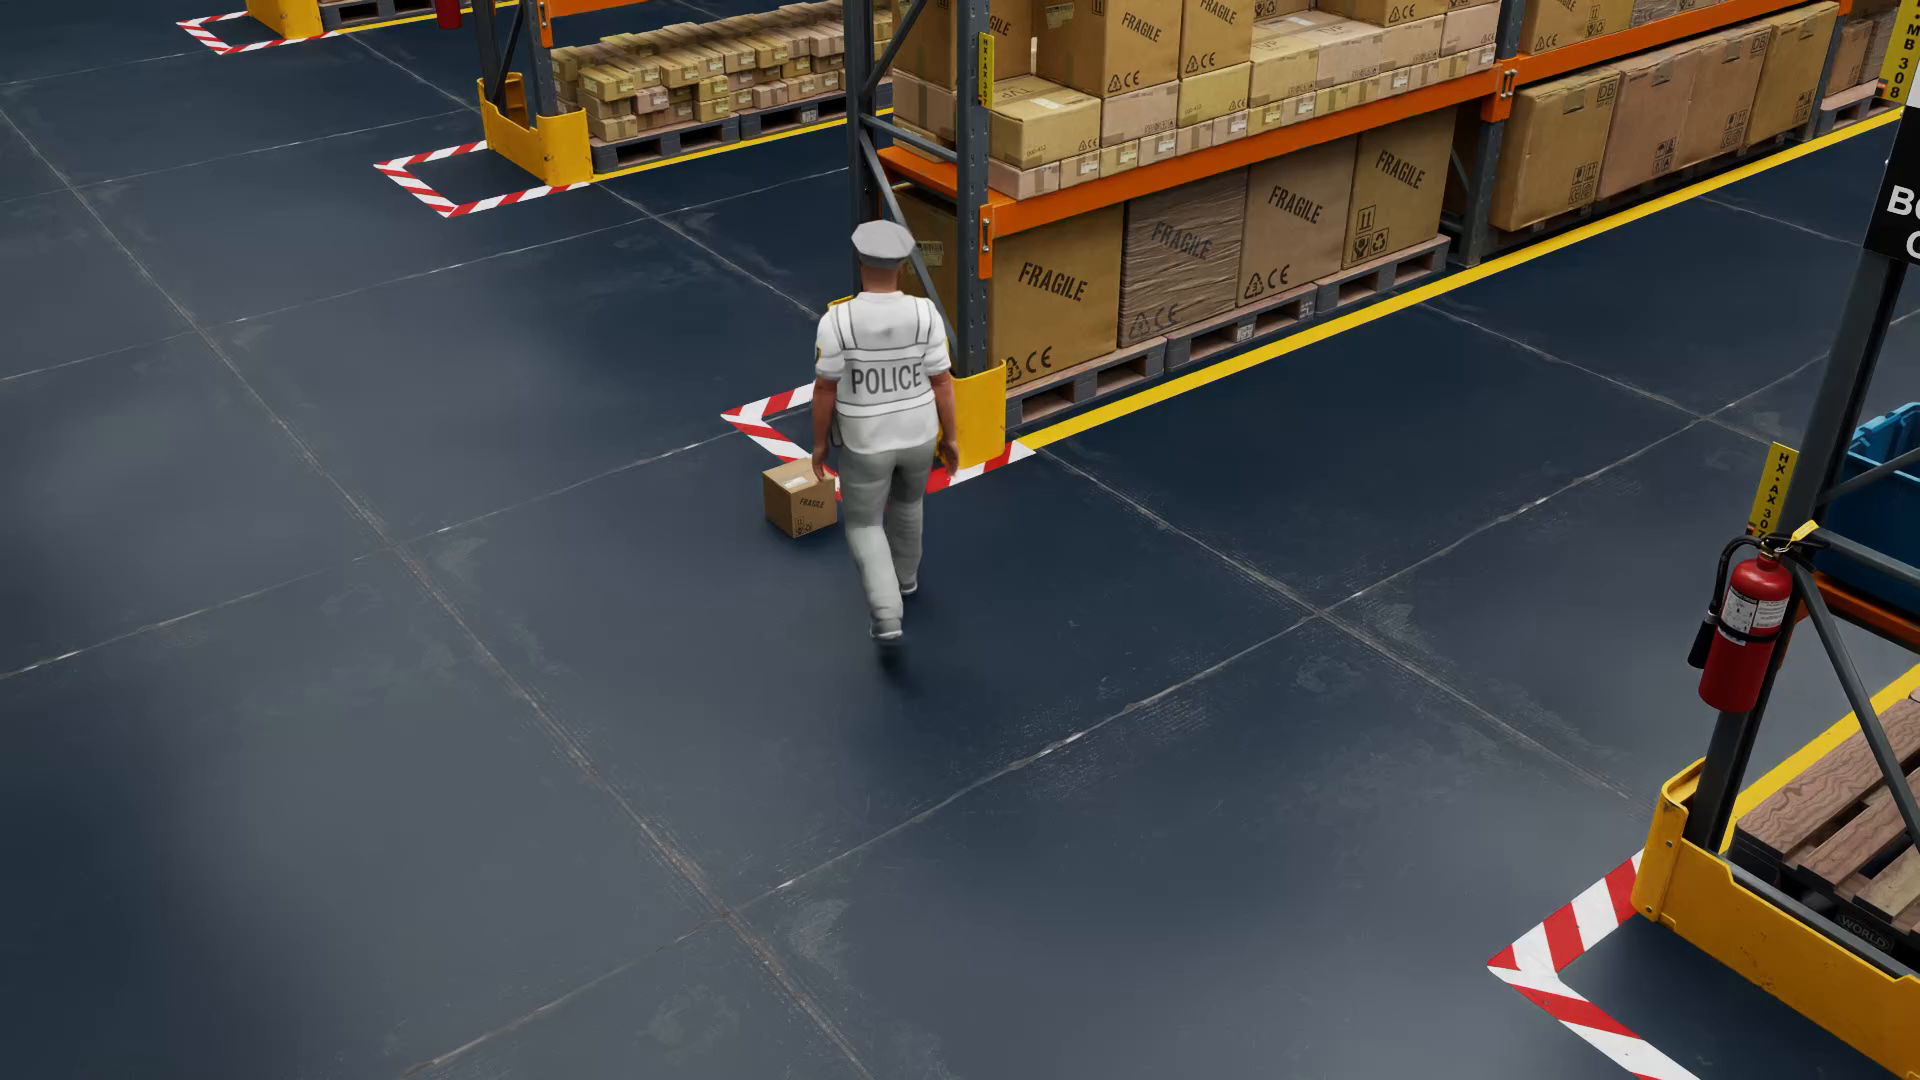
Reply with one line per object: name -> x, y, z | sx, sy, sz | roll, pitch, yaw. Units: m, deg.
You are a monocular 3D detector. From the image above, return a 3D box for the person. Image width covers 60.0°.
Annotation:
person -> -0.303, -0.414, 6.774 | 0.601, 1.728, 0.870 | -10, 33, -15
